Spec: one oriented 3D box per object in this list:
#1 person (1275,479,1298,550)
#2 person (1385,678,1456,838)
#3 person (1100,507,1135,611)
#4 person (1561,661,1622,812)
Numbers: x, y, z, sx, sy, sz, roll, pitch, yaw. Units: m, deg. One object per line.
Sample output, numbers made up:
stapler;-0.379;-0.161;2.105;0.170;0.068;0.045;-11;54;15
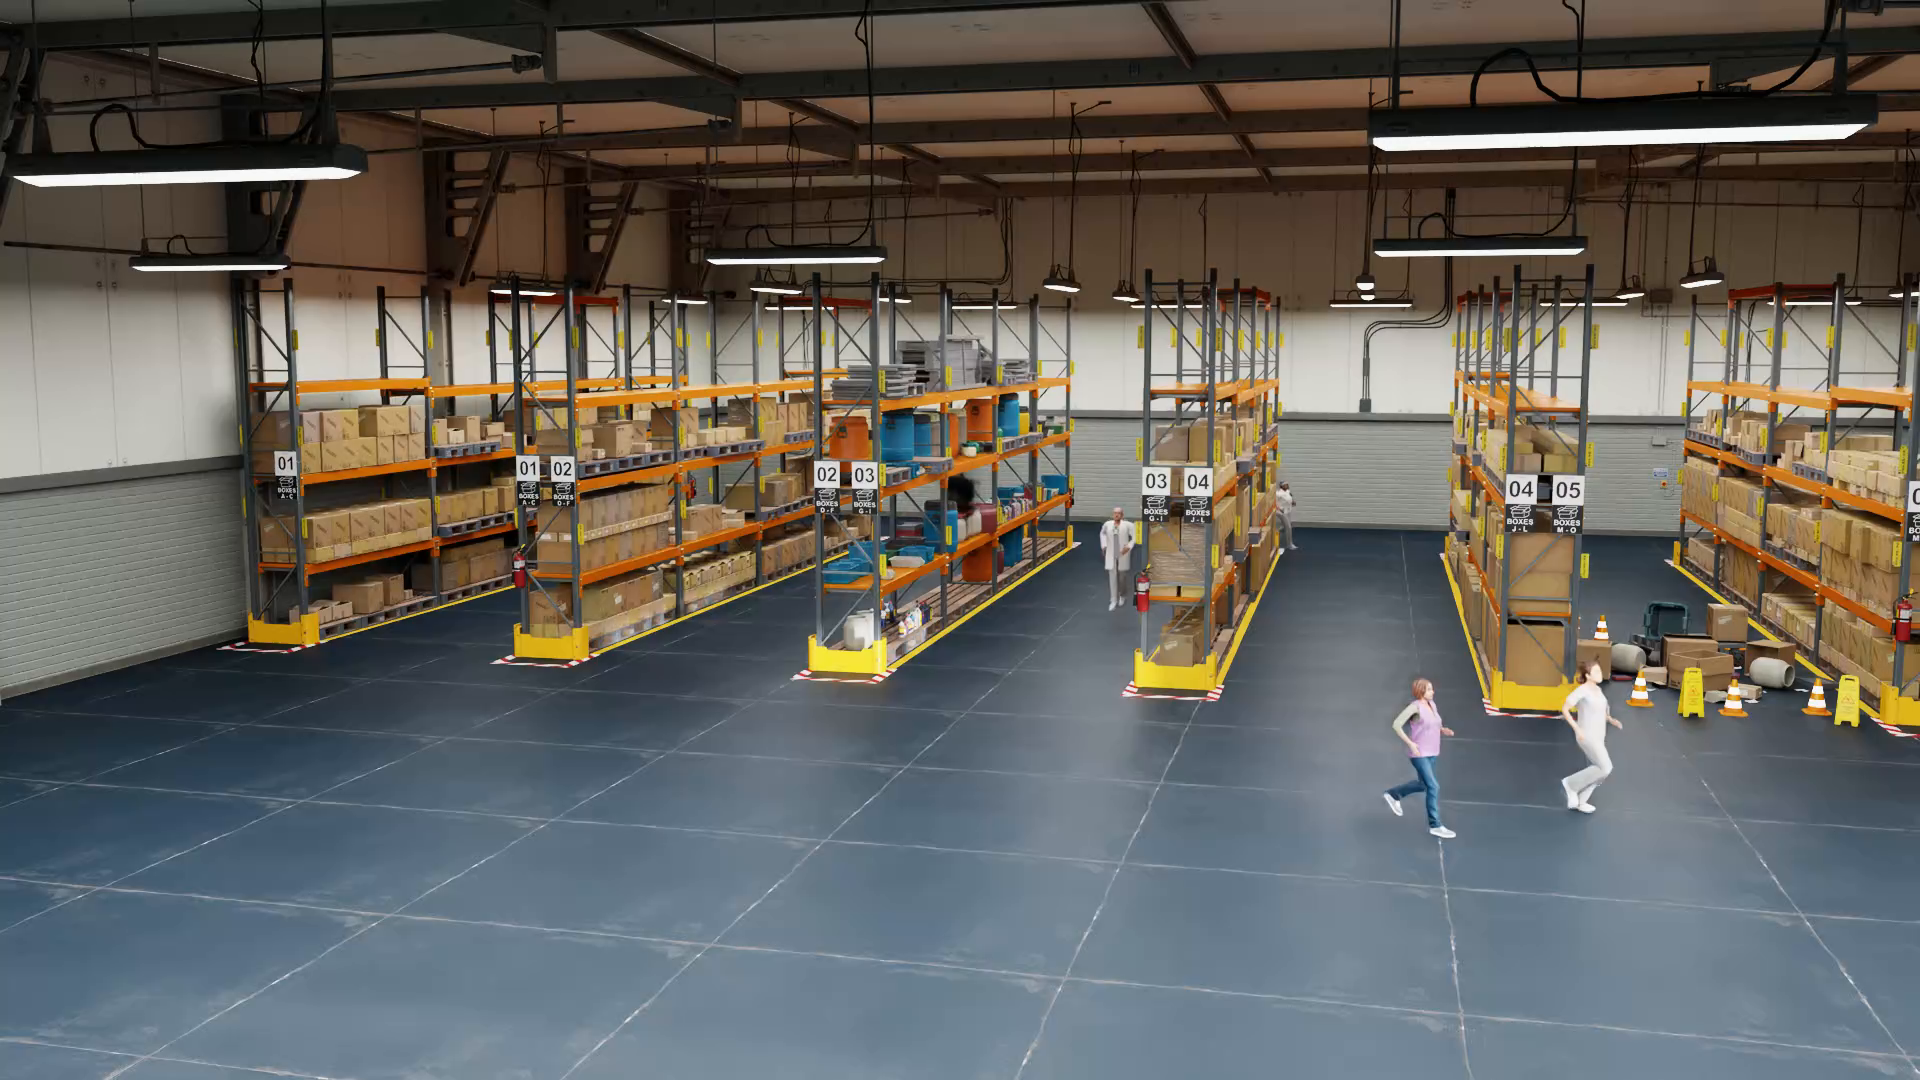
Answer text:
person;7.767;-0.632;40.094;0.829;1.708;0.590;6;9;40
person;4.692;2.184;16.937;0.545;1.575;0.853;-7;10;-44
person;2.806;0.310;29.519;0.722;1.801;0.882;2;7;14
person;6.708;2.087;17.591;0.565;1.624;0.552;-6;9;-43
